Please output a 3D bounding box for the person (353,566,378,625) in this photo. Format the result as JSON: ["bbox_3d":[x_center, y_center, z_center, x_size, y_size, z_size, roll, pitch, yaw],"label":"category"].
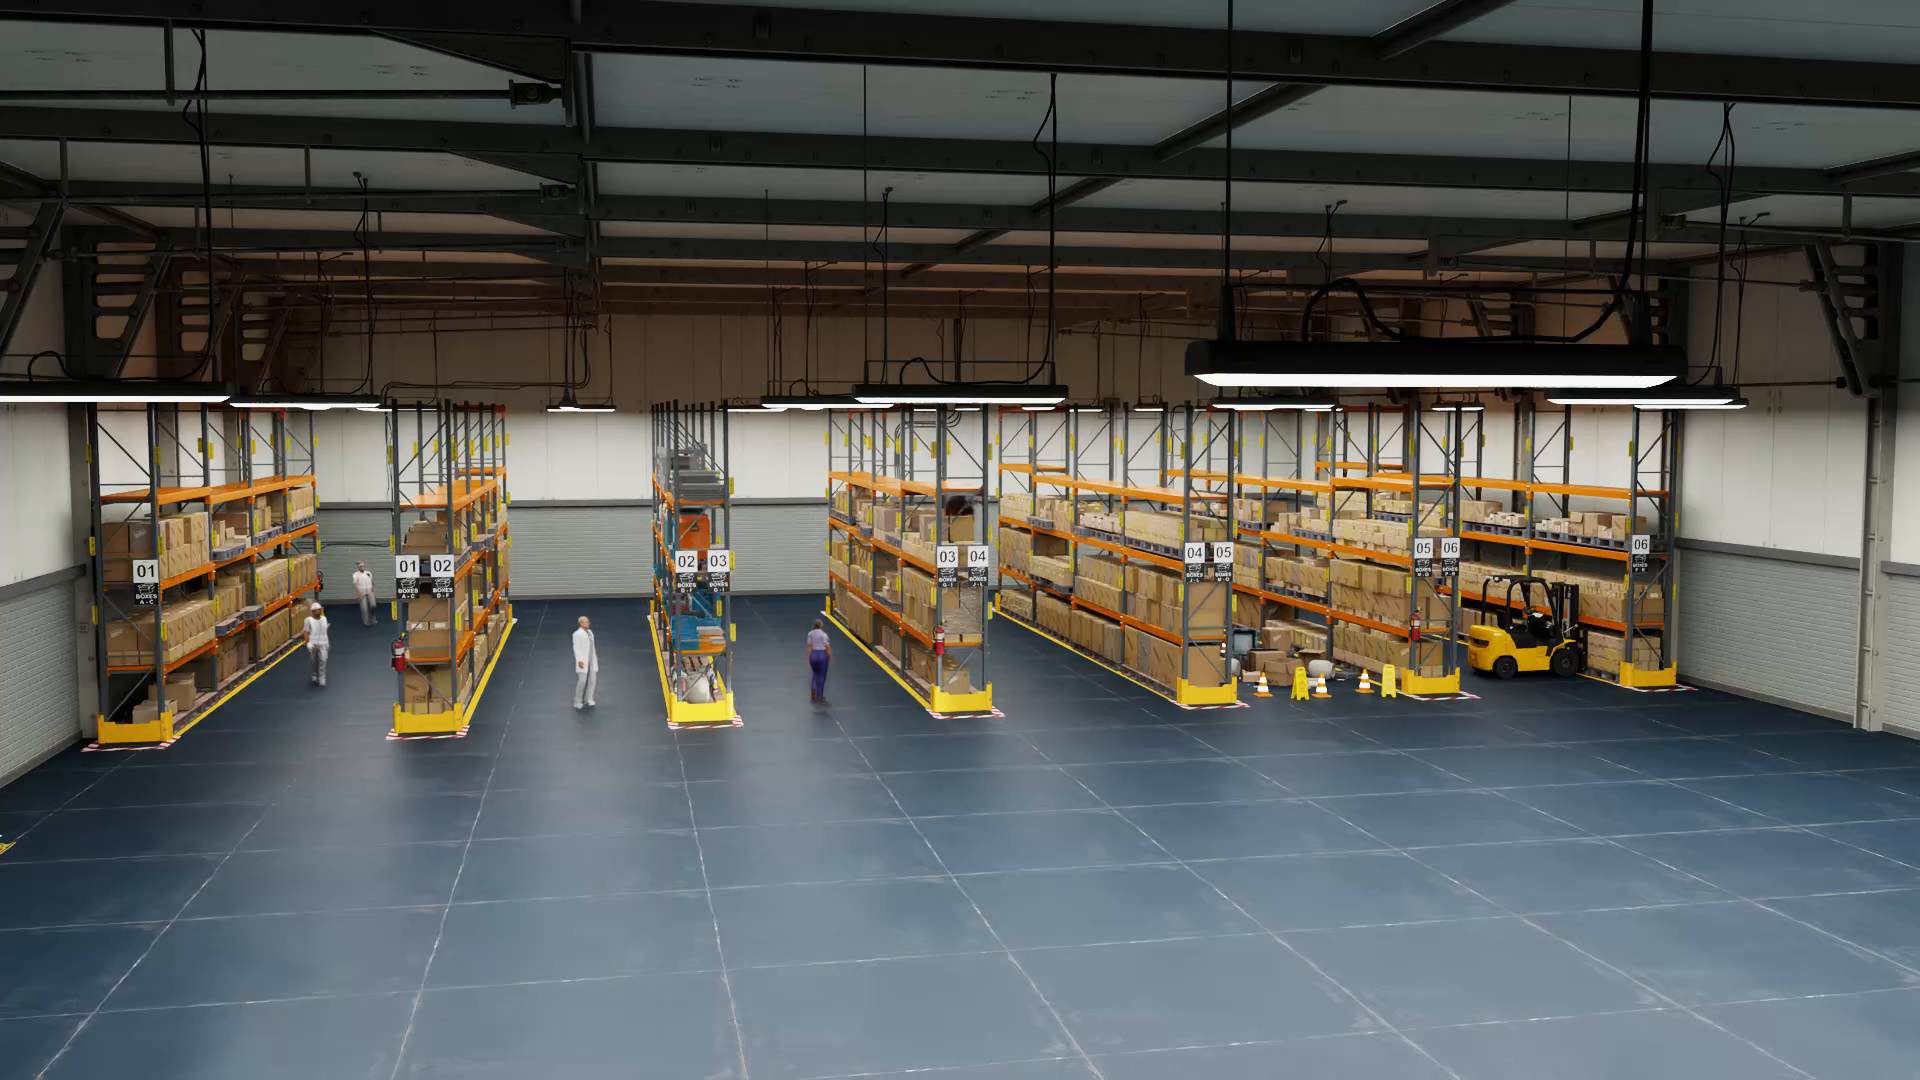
[{"bbox_3d":[-16.078,1.465,44.998,0.636,1.710,0.476,-3,5,-37],"label":"person"}]

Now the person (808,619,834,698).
[{"bbox_3d":[-2.793,2.385,33.326,0.506,1.482,0.461,2,5,21],"label":"person"}]

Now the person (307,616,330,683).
[{"bbox_3d":[-13.591,2.320,35.168,0.485,1.406,0.842,-1,5,-19],"label":"person"}]

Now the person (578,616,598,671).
[{"bbox_3d":[-7.344,2.017,32.705,0.421,1.042,0.598,4,6,39],"label":"person"}]
